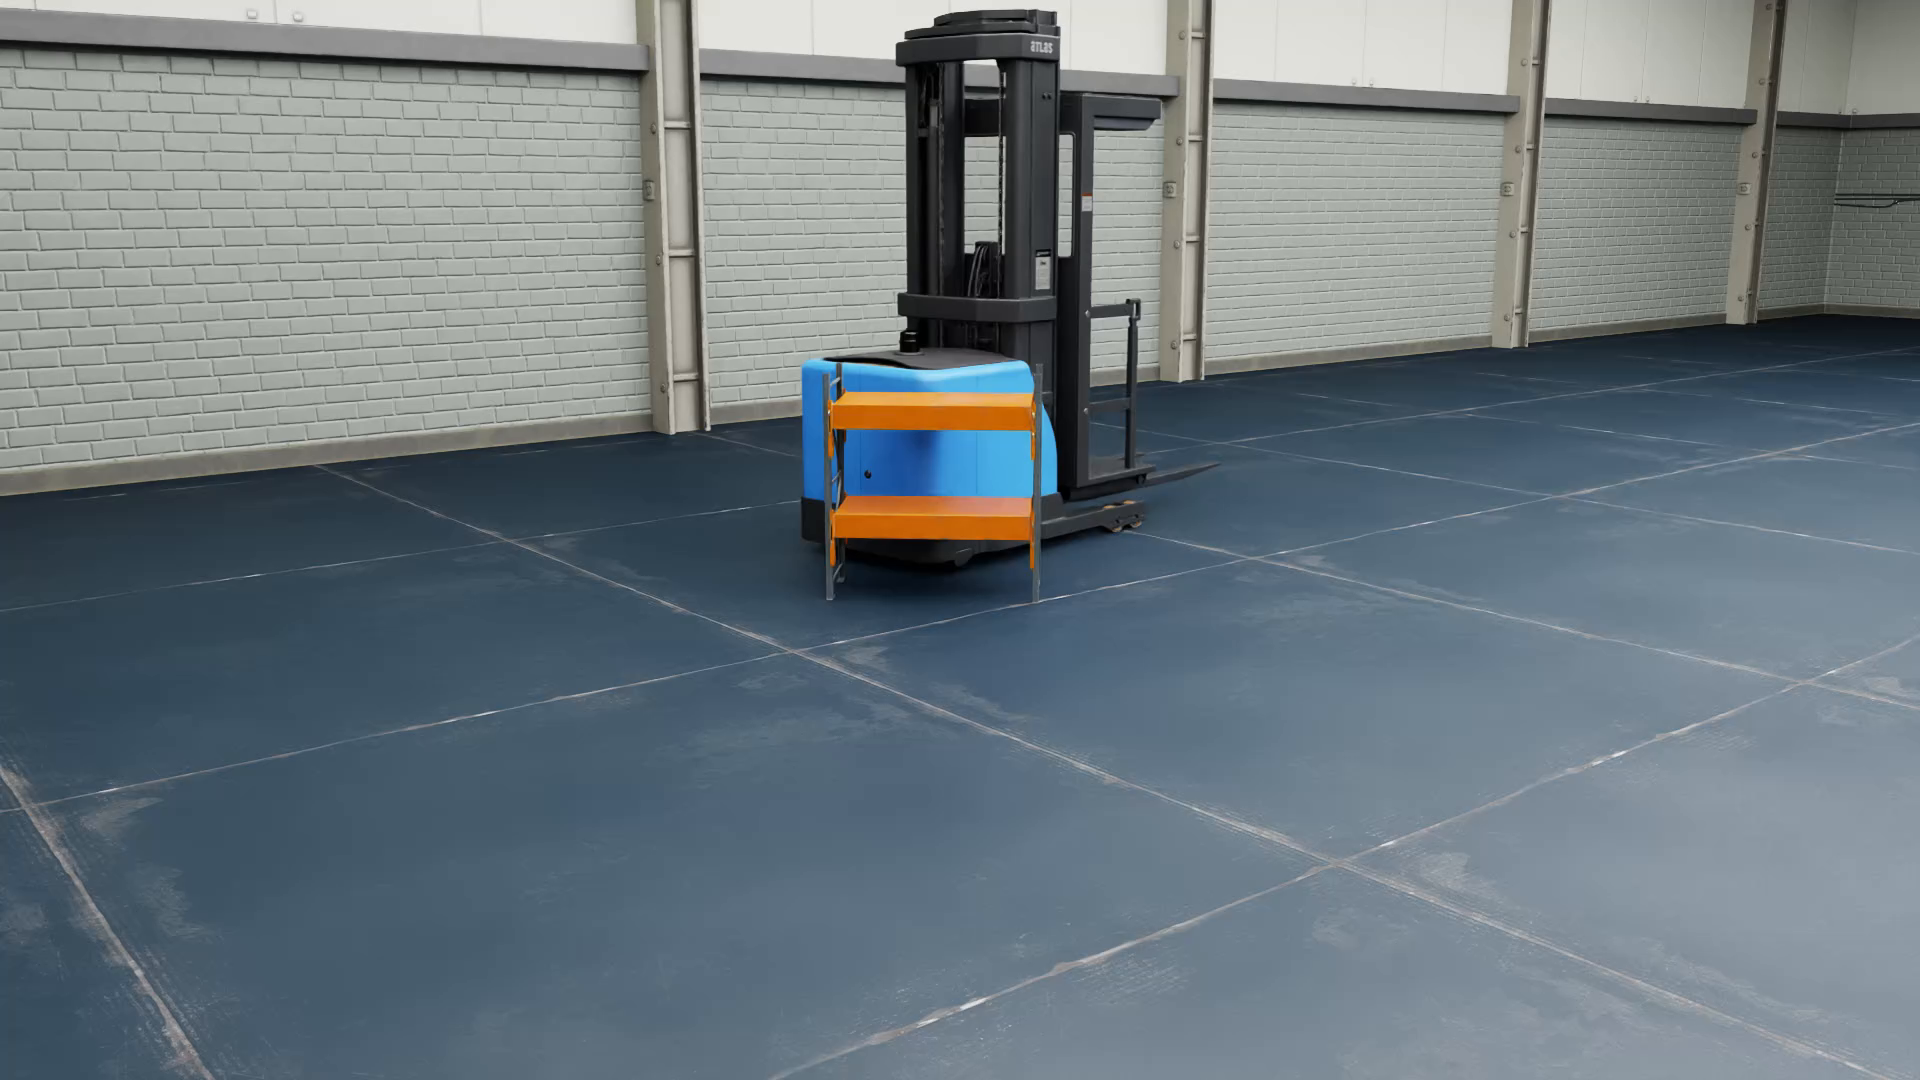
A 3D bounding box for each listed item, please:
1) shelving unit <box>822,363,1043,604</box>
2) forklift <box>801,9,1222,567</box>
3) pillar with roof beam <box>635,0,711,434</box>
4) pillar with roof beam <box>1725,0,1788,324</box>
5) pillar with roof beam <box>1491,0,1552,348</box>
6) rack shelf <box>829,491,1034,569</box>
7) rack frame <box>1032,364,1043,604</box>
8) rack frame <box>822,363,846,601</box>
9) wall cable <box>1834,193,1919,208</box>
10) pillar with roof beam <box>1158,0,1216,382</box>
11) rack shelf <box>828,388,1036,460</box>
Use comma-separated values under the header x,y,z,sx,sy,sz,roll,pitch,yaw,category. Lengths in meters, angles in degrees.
x,y,z,sx,sy,sz,roll,pitch,yaw,category
-0.122,-0.295,8.309,1.048,1.125,0.538,1,12,4,shelving unit
0.469,-1.538,9.813,1.130,2.935,3.031,11,16,41,forklift
0.349,-4.626,9.747,0.400,9.000,9.100,-9,15,-38,pillar with roof beam
14.405,-6.961,20.747,0.400,9.000,9.100,-9,15,-38,pillar with roof beam
9.719,-6.183,17.080,0.400,9.000,9.100,-9,15,-38,pillar with roof beam
-0.122,-0.056,8.360,1.000,0.278,0.538,1,12,4,rack shelf
0.385,-0.288,8.277,0.032,1.125,0.500,1,12,4,rack frame
-0.629,-0.302,8.342,0.032,1.125,0.500,1,12,4,rack frame
14.842,-6.308,25.148,0.112,2.526,3.097,-9,15,-38,wall cable
5.034,-5.404,13.414,0.400,9.000,9.100,-9,15,-38,pillar with roof beam
-0.122,-0.581,8.249,1.000,0.278,0.538,1,12,4,rack shelf
